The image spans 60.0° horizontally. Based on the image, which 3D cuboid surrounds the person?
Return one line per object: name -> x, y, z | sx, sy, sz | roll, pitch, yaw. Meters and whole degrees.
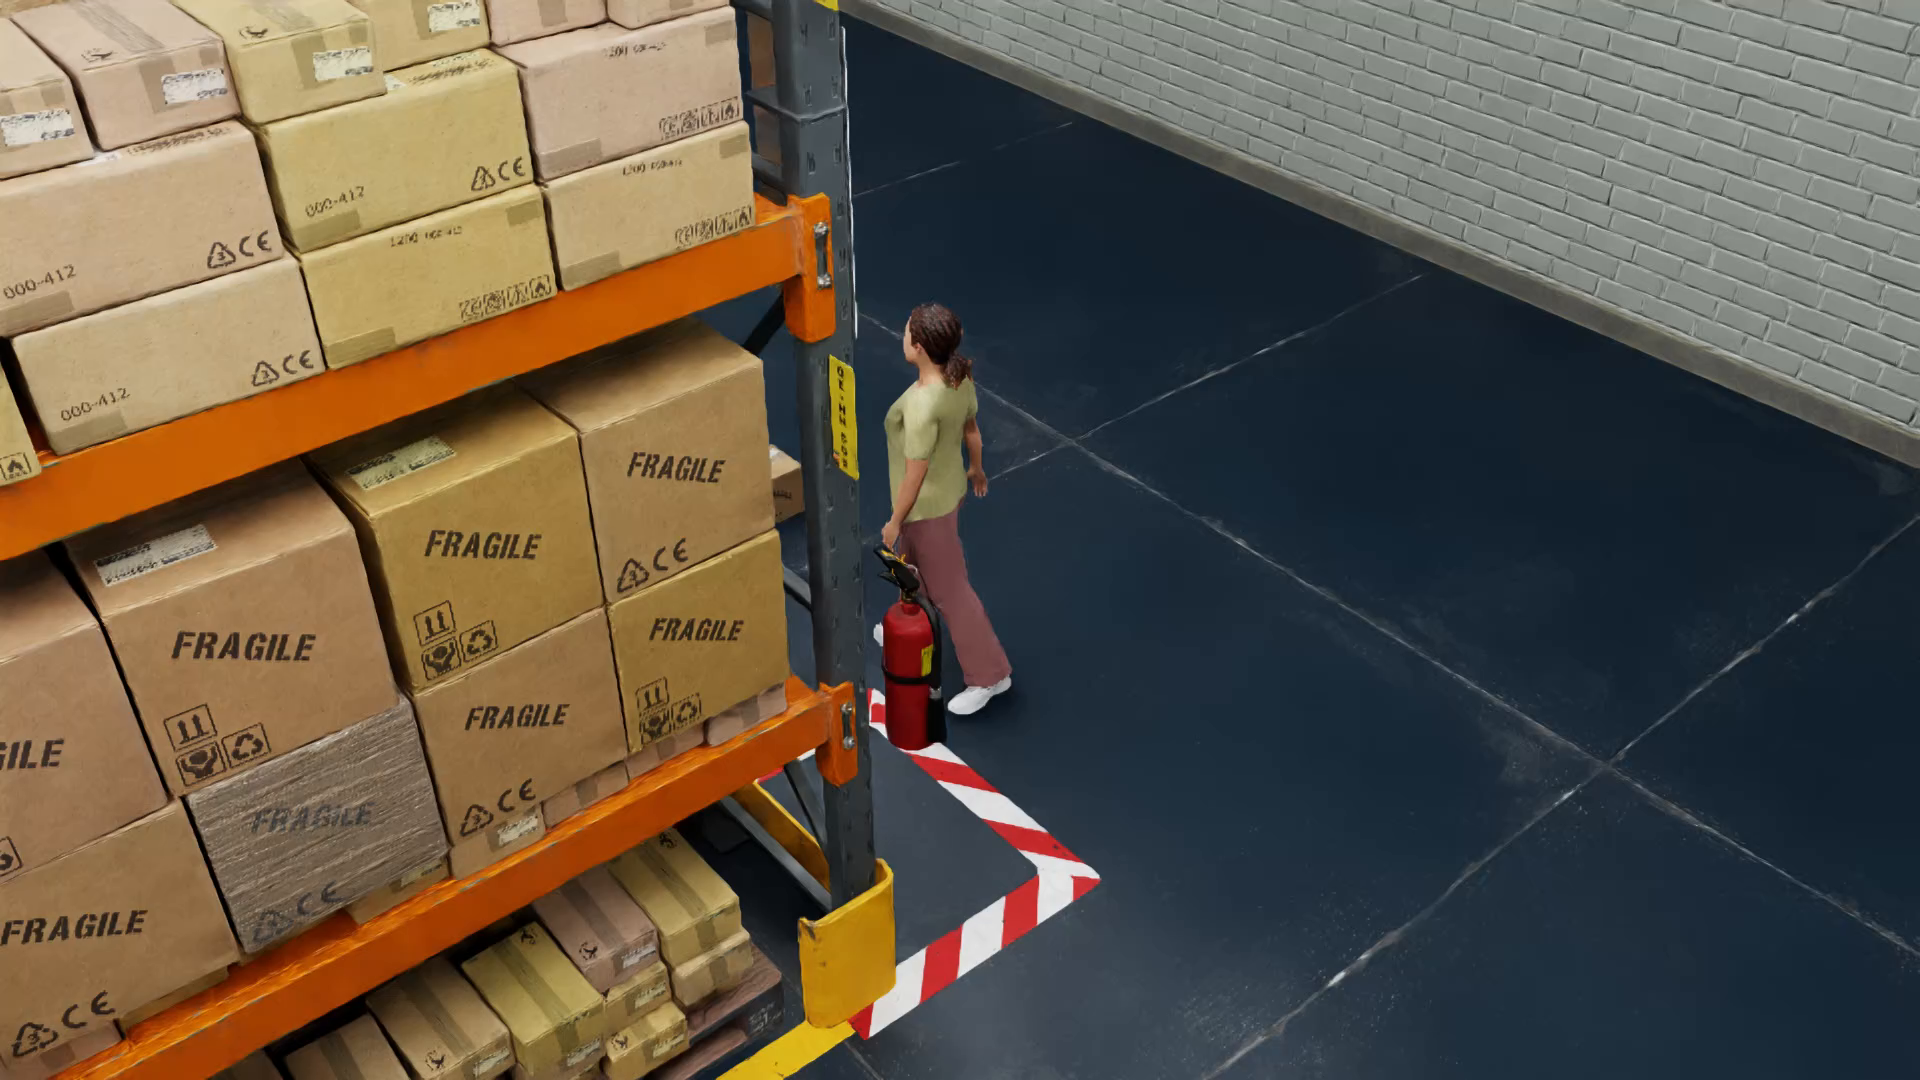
person -> -0.085, -0.142, 6.350 | 0.665, 1.663, 0.585 | 12, 38, 15
